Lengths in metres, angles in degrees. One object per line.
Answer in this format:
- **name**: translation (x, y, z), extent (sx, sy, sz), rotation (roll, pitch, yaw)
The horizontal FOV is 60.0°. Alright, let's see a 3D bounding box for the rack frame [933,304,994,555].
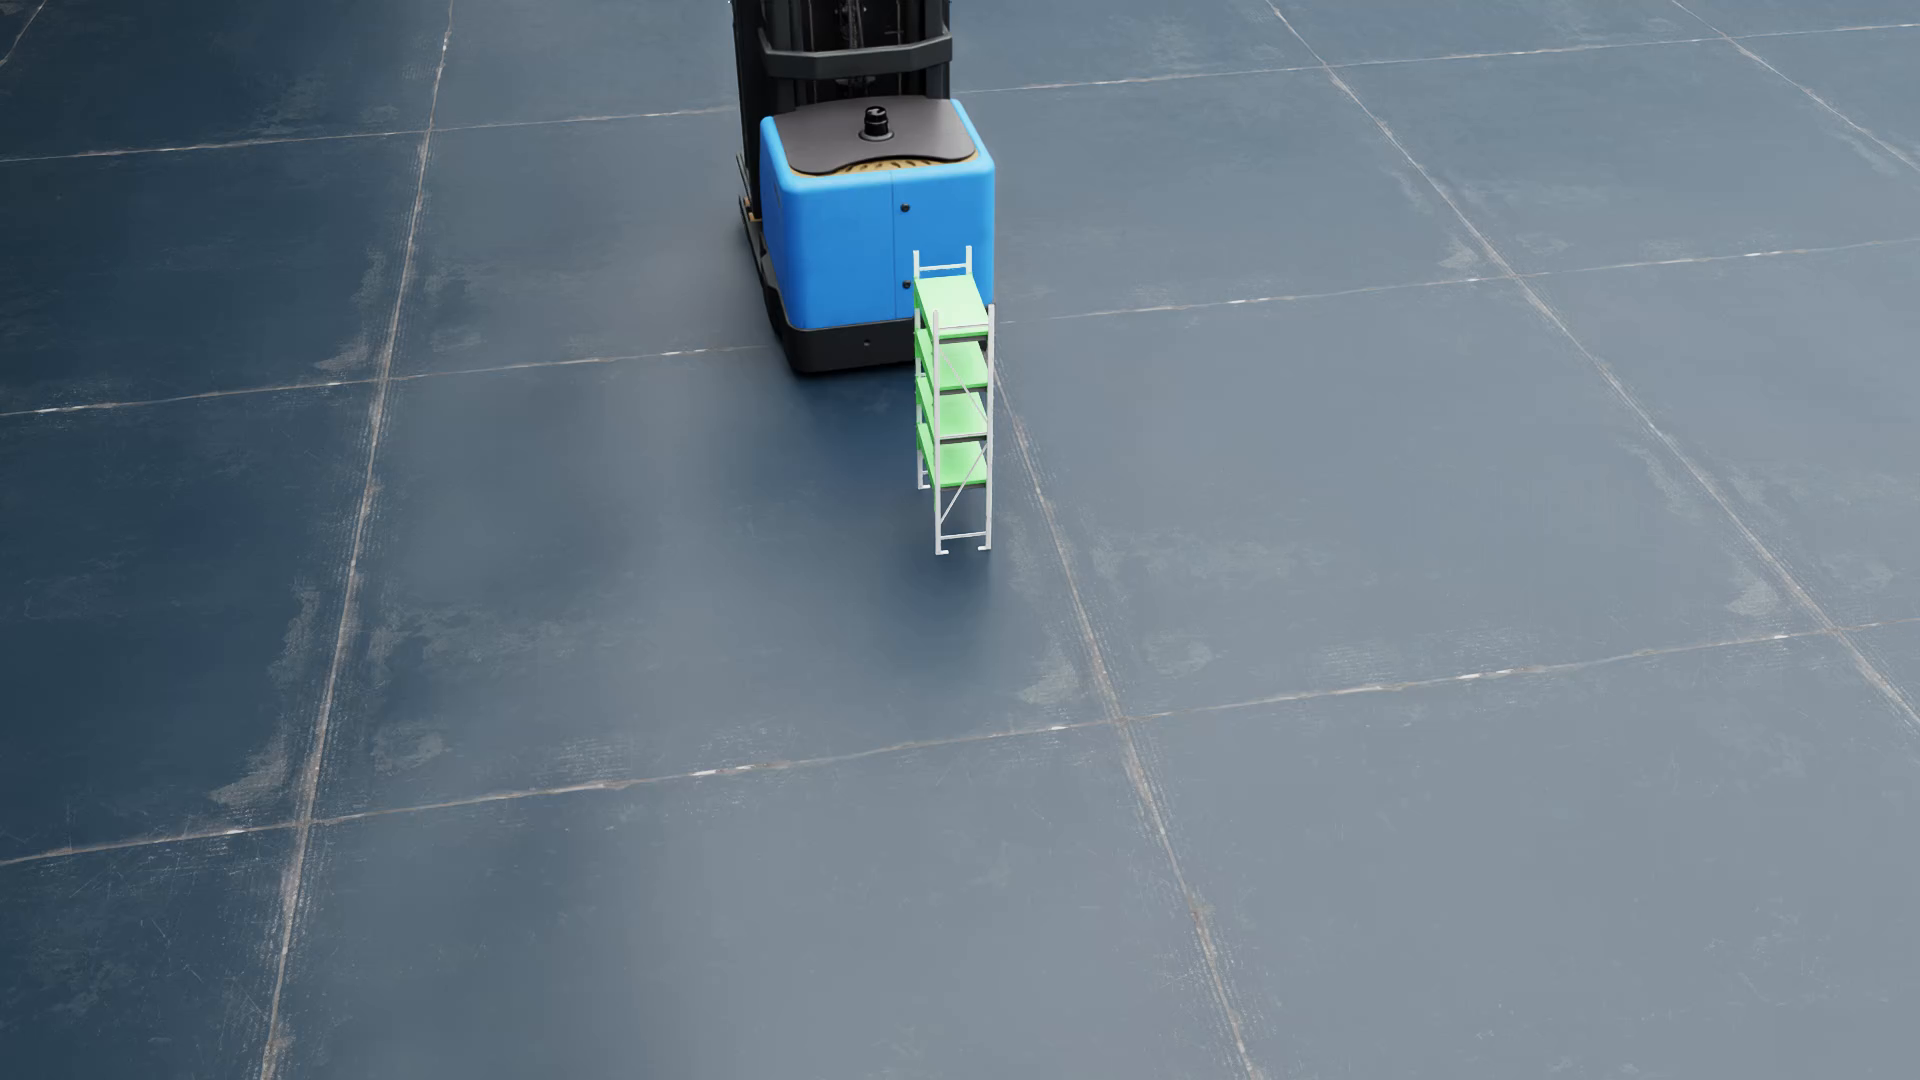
- **rack frame**: translation (0.014, -0.426, 6.821), extent (0.240, 1.200, 0.015), rotation (-6, 38, -8)

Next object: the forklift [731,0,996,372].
- **forklift**: translation (-0.649, -2.890, 8.581), extent (1.130, 2.935, 3.031), rotation (-8, 39, -10)

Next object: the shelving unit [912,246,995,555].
- **shelving unit**: translation (-0.029, -0.574, 7.011), extent (0.258, 1.200, 0.503), rotation (-6, 38, -8)

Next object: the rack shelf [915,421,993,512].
- **rack shelf**: translation (-0.029, -0.334, 7.197), extent (0.258, 0.148, 0.480), rotation (-6, 38, -8)

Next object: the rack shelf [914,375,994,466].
- **rack shelf**: translation (-0.029, -0.523, 7.050), extent (0.258, 0.148, 0.480), rotation (-6, 38, -8)

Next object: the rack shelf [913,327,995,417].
- **rack shelf**: translation (-0.029, -0.713, 6.903), extent (0.258, 0.148, 0.480), rotation (-6, 38, -8)

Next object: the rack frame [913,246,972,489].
- **rack frame**: translation (-0.072, -0.721, 7.200), extent (0.240, 1.200, 0.015), rotation (-6, 38, -8)

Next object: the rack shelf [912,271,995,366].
- **rack shelf**: translation (-0.029, -0.902, 6.755), extent (0.258, 0.148, 0.480), rotation (-6, 38, -8)
